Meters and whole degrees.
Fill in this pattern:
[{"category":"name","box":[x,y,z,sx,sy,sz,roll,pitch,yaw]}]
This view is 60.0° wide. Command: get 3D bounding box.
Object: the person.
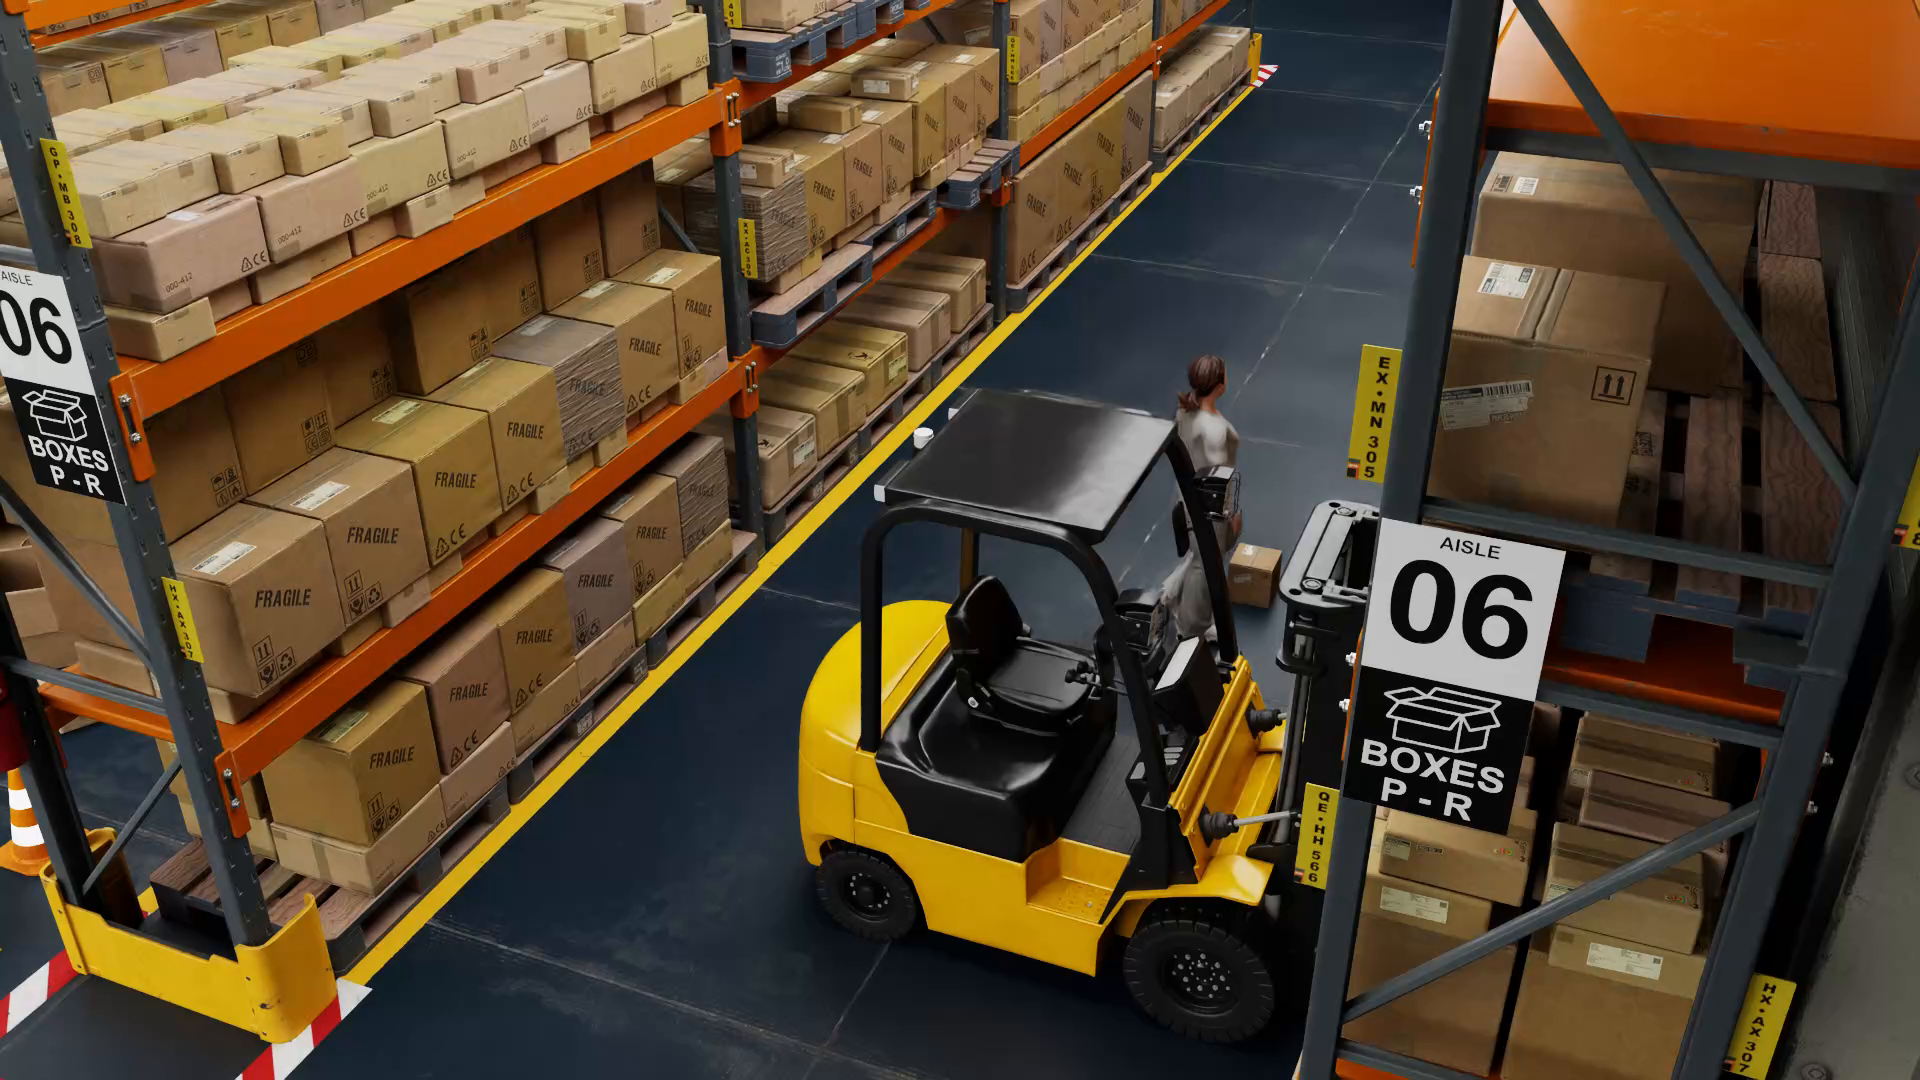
[{"category":"person","box":[1.305,-0.196,8.729,0.461,1.633,0.454,-5,30,-9]}]
